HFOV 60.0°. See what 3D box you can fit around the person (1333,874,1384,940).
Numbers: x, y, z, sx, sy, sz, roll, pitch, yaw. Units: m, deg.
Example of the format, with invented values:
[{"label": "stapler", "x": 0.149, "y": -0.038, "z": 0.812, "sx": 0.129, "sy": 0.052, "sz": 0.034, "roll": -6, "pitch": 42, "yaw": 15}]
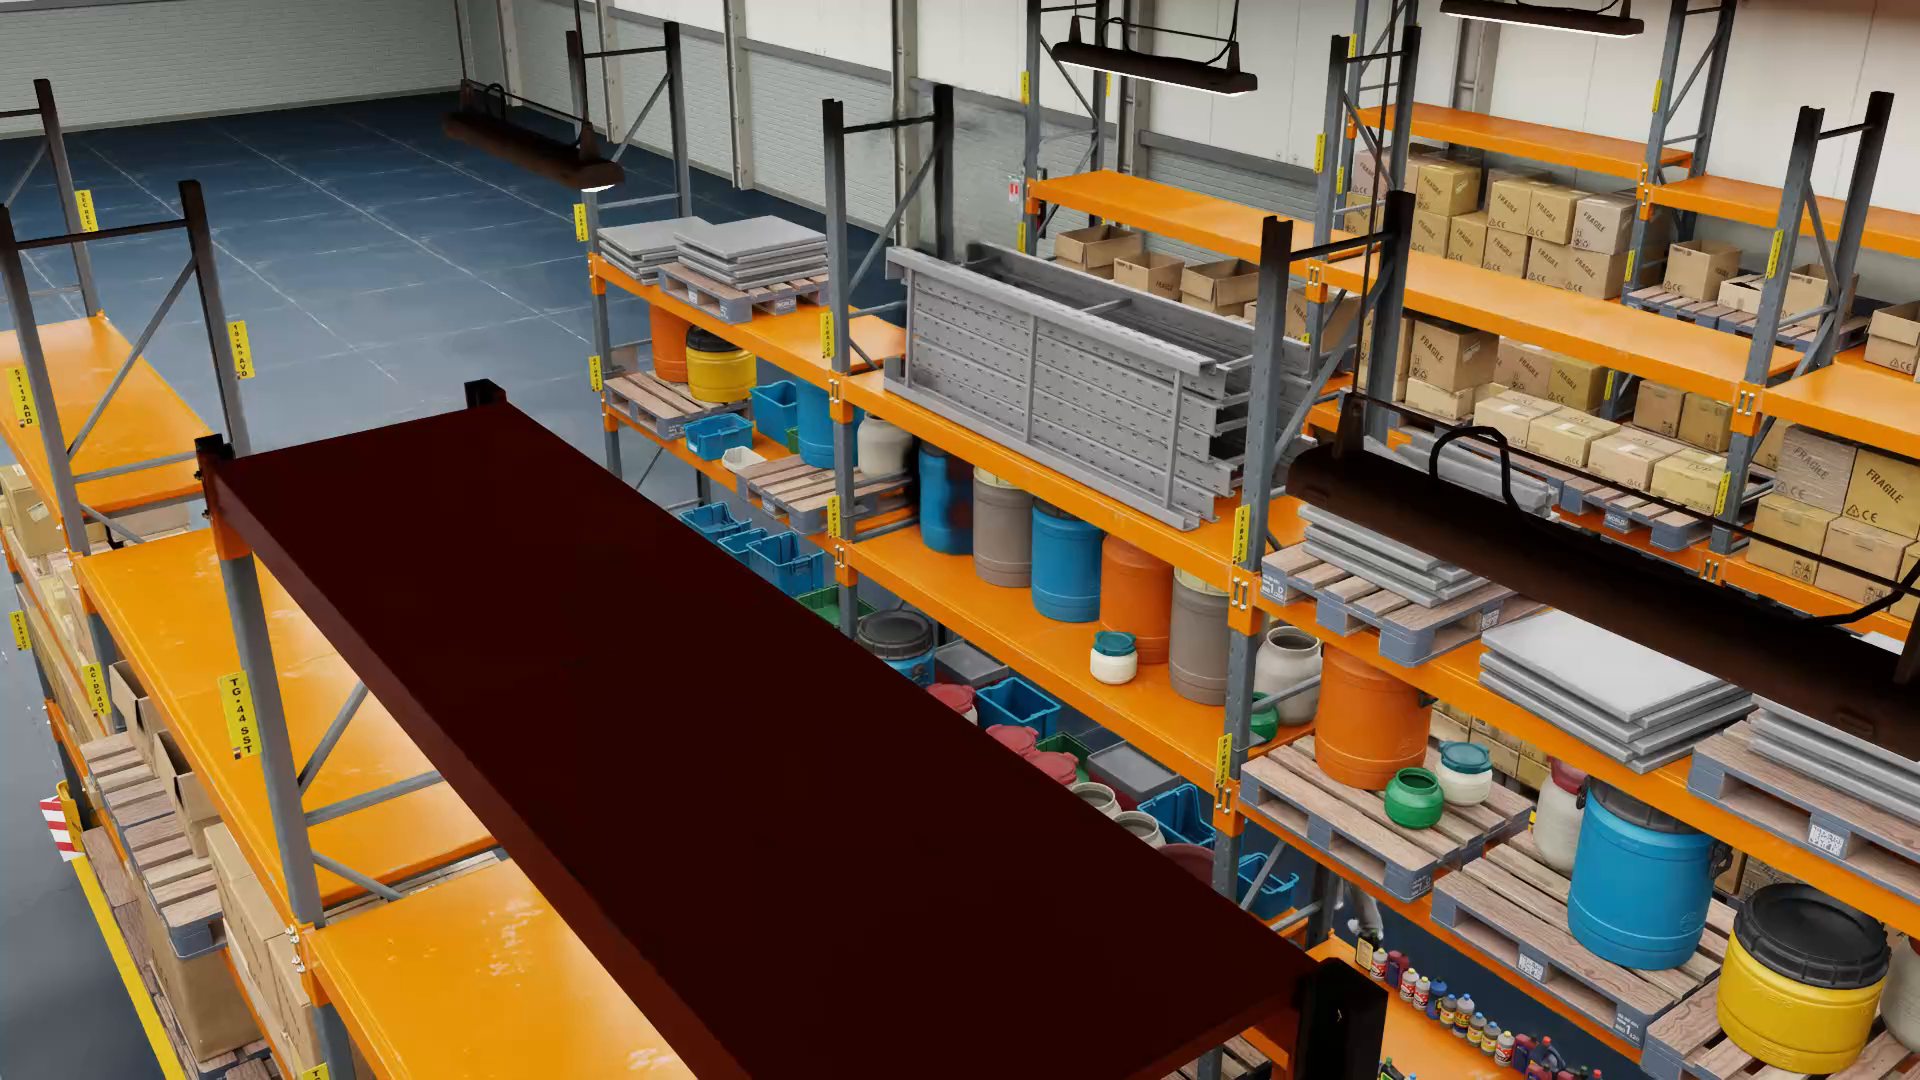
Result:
[{"label": "person", "x": 2.800, "y": 2.105, "z": 11.918, "sx": 0.545, "sy": 1.757, "sz": 0.750, "roll": -22, "pitch": 33, "yaw": -39}]
